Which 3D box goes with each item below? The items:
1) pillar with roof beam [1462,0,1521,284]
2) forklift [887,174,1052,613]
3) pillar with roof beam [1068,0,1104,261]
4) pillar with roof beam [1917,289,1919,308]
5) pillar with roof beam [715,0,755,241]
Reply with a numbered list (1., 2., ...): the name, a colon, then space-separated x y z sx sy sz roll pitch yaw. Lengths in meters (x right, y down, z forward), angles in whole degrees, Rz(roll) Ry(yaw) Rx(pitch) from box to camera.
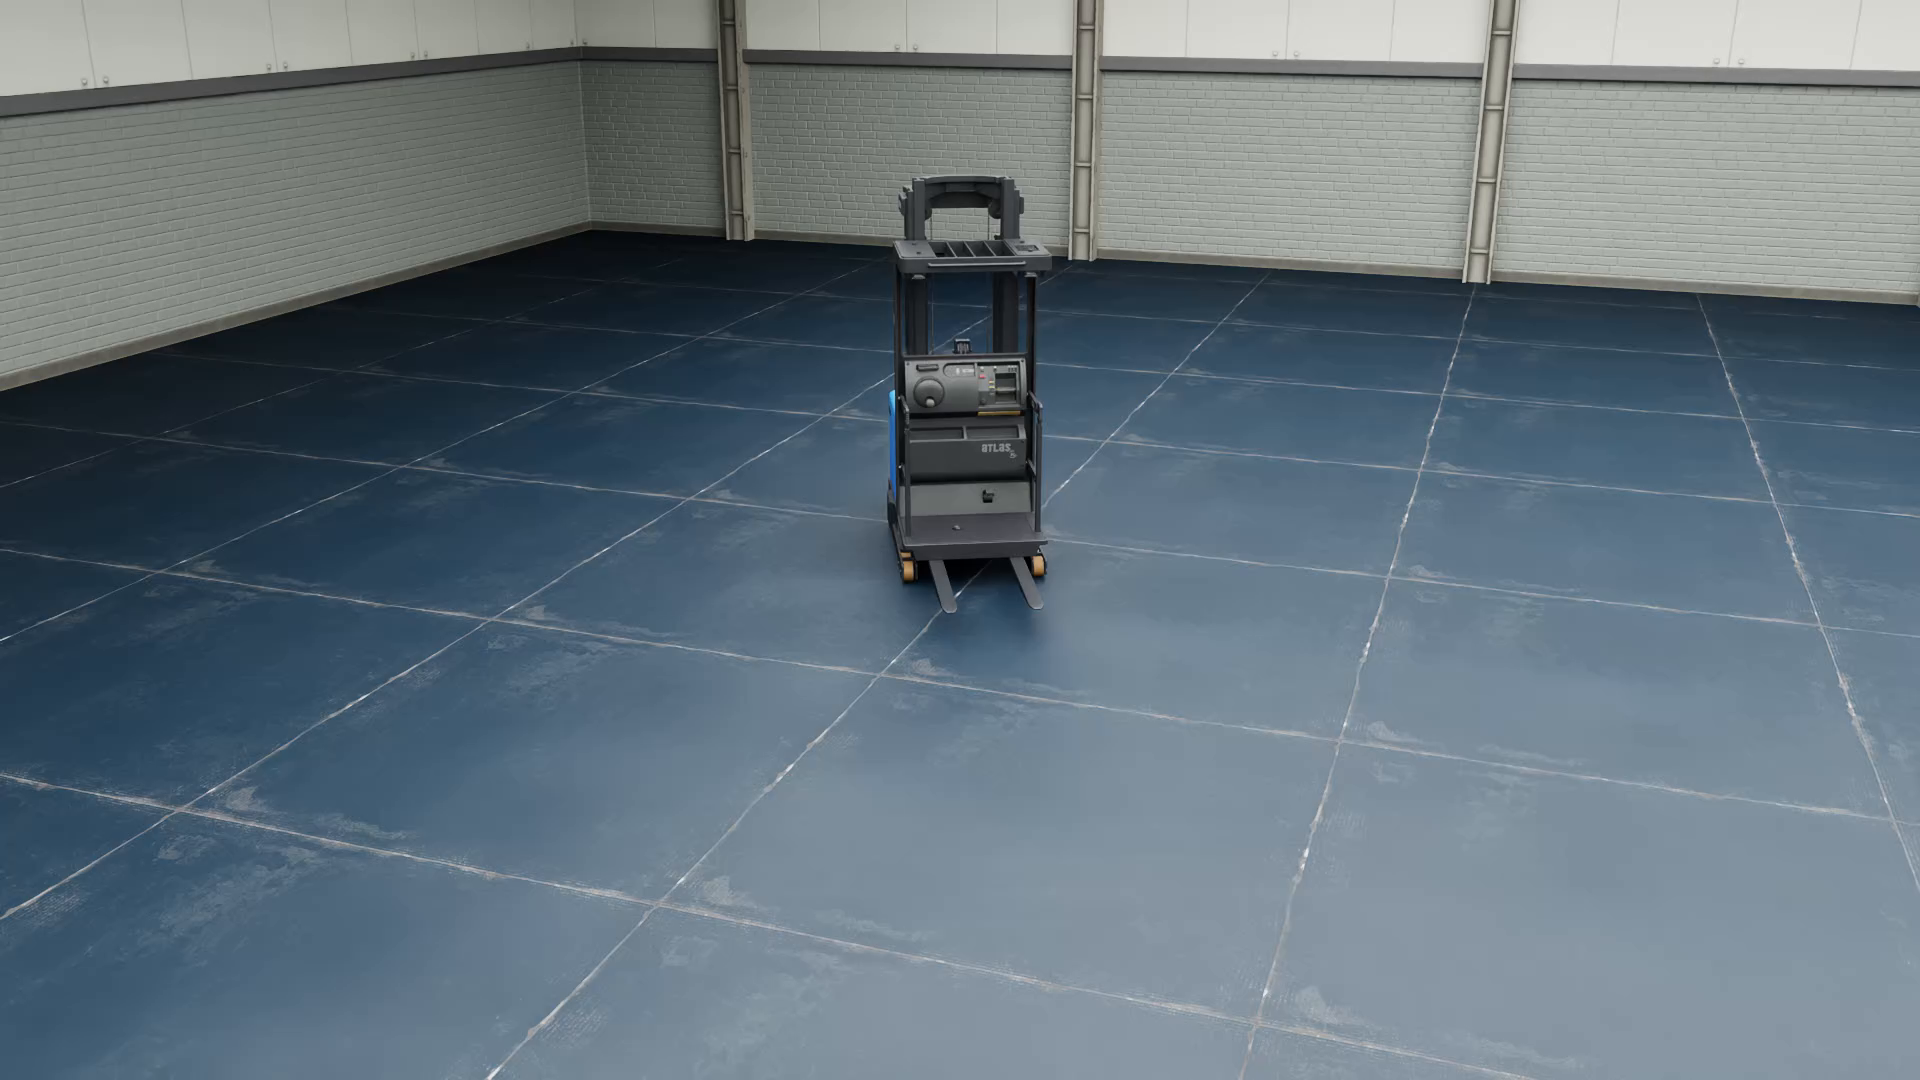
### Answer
1. pillar with roof beam: 6.201 -6.722 19.189 0.400 9.000 9.100 7 20 18
2. forklift: 0.069 -1.180 12.510 1.130 2.935 3.031 -2 19 -6
3. pillar with roof beam: 0.533 -7.370 21.049 0.400 9.000 9.100 7 20 18
4. pillar with roof beam: 11.868 -6.074 17.330 0.400 9.000 9.100 7 20 18
5. pillar with roof beam: -5.135 -8.018 22.908 0.400 9.000 9.100 7 20 18
